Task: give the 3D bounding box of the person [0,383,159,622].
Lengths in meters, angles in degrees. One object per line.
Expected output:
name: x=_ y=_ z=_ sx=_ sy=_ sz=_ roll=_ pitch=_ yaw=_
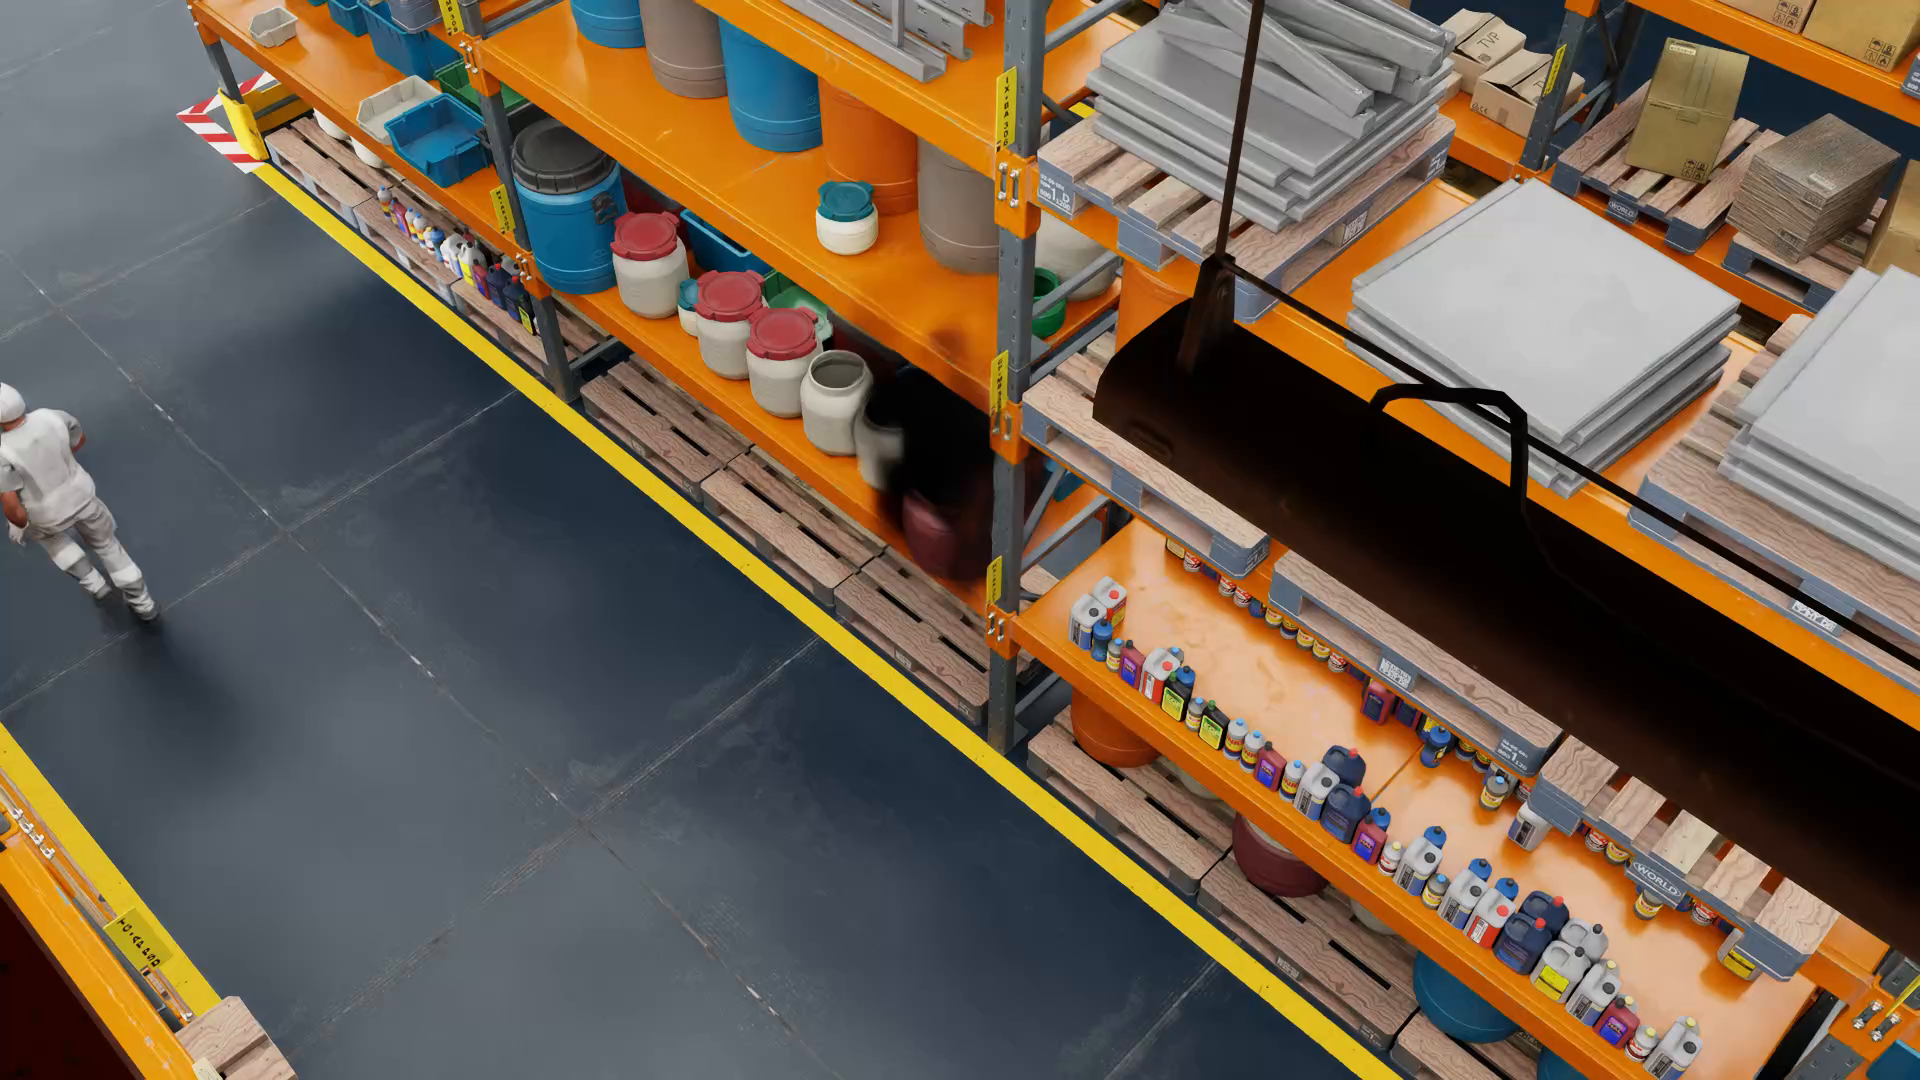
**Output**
person: x=-5.130 y=-0.225 z=9.416 sx=0.764 sy=1.757 sz=0.648 roll=30 pitch=56 yaw=23
